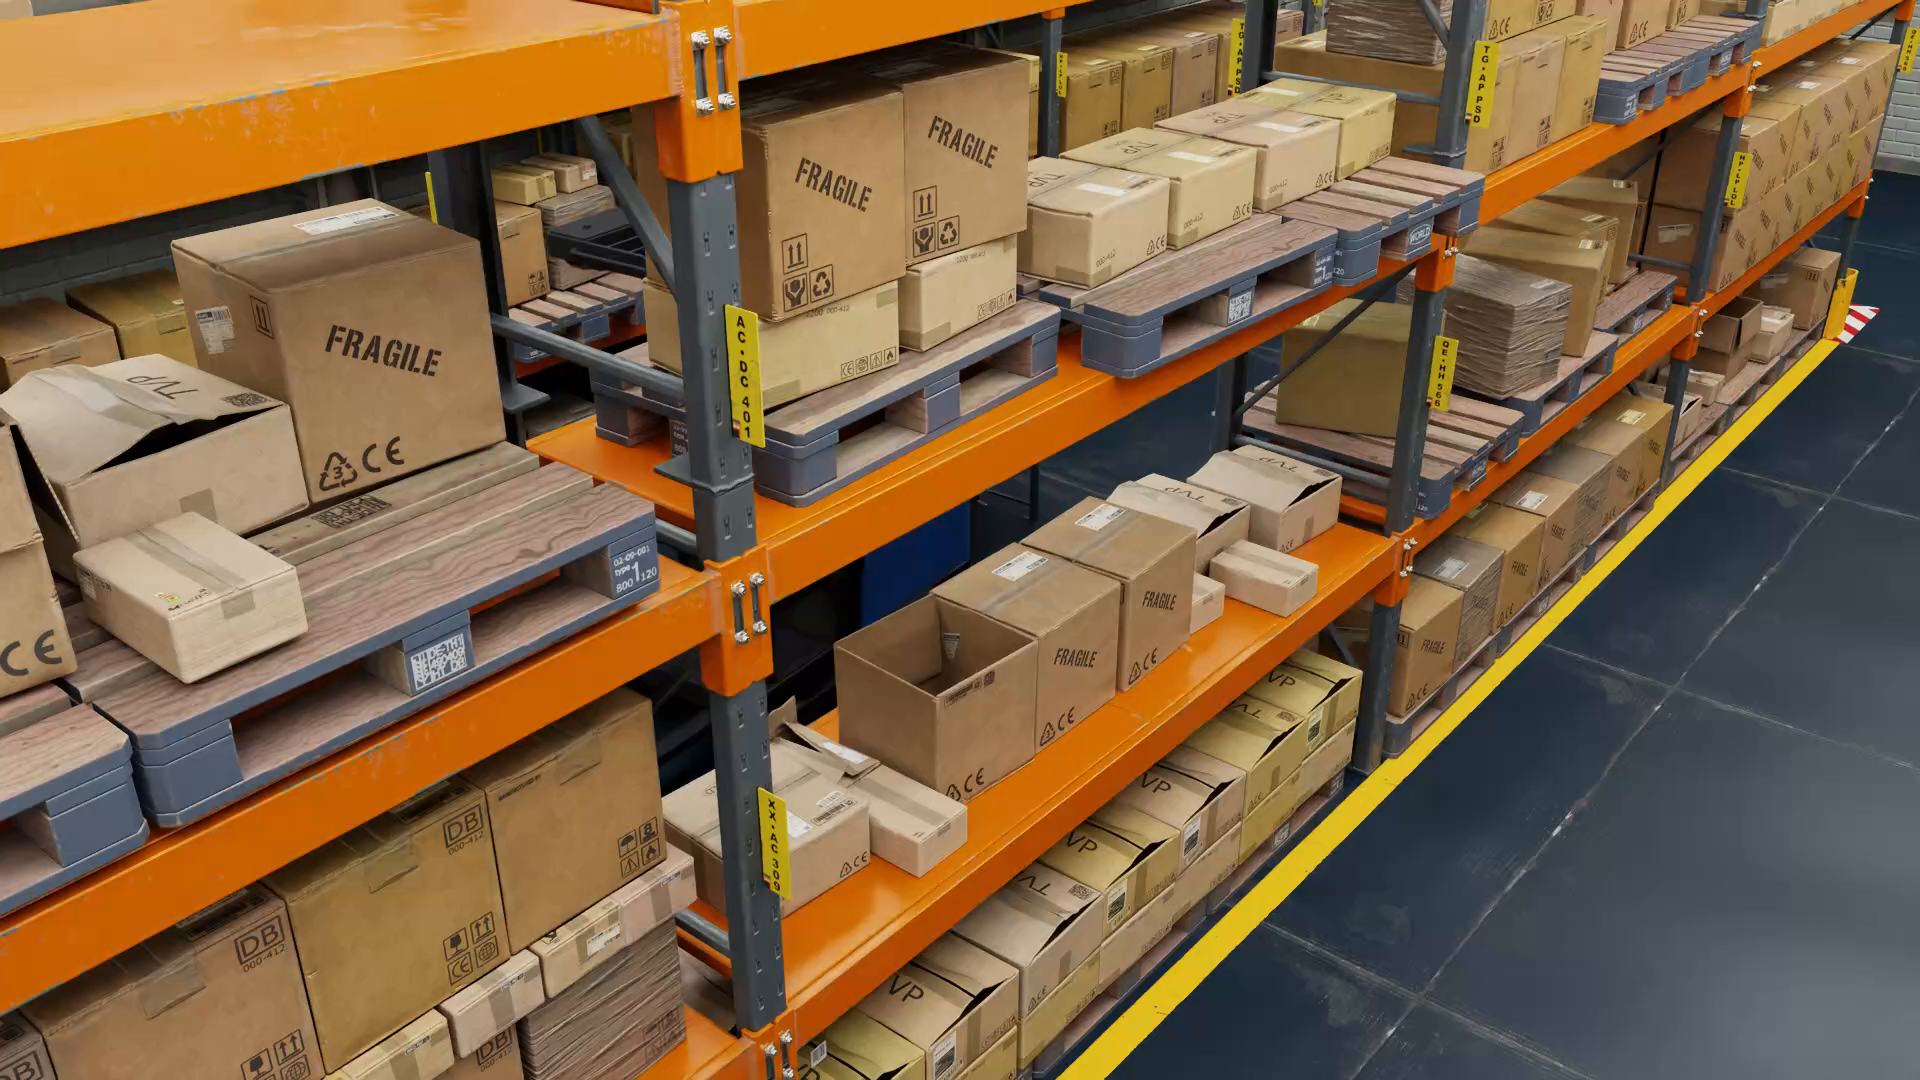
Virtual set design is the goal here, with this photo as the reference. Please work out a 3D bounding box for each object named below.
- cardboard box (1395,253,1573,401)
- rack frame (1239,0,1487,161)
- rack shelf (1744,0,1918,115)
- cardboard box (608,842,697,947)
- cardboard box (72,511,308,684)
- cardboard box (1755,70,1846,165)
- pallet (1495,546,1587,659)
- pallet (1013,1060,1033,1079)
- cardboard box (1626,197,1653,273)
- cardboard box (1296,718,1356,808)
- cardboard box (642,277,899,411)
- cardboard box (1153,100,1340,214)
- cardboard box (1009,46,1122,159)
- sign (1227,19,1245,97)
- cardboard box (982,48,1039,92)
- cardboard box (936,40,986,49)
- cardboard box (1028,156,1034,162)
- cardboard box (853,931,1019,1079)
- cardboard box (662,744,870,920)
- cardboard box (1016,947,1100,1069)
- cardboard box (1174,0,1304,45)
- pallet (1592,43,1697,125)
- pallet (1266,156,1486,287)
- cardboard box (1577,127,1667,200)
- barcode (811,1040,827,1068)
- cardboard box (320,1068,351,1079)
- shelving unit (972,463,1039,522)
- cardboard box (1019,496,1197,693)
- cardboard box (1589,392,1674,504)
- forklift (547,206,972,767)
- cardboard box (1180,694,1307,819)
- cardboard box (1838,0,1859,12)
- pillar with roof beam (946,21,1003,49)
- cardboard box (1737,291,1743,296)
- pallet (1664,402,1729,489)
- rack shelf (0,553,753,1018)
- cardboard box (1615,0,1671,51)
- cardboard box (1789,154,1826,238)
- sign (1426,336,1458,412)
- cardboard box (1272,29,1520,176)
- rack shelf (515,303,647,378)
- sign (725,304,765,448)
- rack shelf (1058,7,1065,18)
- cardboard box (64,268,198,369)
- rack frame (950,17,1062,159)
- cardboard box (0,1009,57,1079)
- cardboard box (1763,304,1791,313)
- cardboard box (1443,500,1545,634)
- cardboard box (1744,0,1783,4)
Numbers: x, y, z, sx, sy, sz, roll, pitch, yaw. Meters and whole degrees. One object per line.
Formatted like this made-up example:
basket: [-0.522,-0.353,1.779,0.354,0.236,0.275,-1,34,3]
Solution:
cardboard box: [2.668,-1.110,8.565,0.500,0.500,0.700,-21,34,-34]
rack frame: [1.626,-3.019,6.292,1.000,3.000,0.127,21,34,34]
rack shelf: [5.442,-3.494,11.258,1.077,0.370,4.000,21,34,34]
cardboard box: [-0.926,0.891,4.449,0.380,0.149,0.250,21,34,34]
cardboard box: [-1.475,0.102,3.187,0.380,0.149,0.250,21,34,34]
cardboard box: [5.670,-2.894,11.383,0.500,0.500,0.500,22,35,36]
pallet: [2.906,0.200,9.633,1.003,0.211,1.213,21,34,34]
pallet: [-0.480,2.030,6.096,1.003,0.211,1.213,21,34,34]
cardboard box: [4.290,-2.069,10.876,0.500,0.500,0.500,21,34,35]
cardboard box: [1.479,0.938,7.707,0.500,0.250,0.500,22,34,36]
cardboard box: [-0.519,-0.604,4.594,0.500,0.250,0.500,-24,36,-38]
cardboard box: [1.061,-1.438,6.207,0.500,0.250,0.500,22,34,36]
cardboard box: [0.703,-3.540,13.501,0.980,0.700,0.700,21,34,35]
sign: [1.208,-2.075,7.170,0.100,0.325,0.005,21,34,34]
cardboard box: [0.245,-3.497,12.475,0.500,0.250,0.500,22,34,36]
cardboard box: [-0.149,-3.650,12.771,0.500,0.250,0.500,22,35,36]
cardboard box: [0.348,-2.913,12.869,0.380,0.149,0.250,21,34,35]
cardboard box: [-0.141,1.600,5.818,0.500,0.311,0.500,20,34,34]
cardboard box: [-0.639,0.943,5.325,0.500,0.250,0.500,23,35,37]
cardboard box: [0.183,1.663,6.307,0.500,0.250,0.500,20,33,33]
cardboard box: [2.573,-4.586,15.525,0.980,0.700,0.700,23,35,37]
pallet: [3.044,-2.442,8.646,1.213,0.211,1.003,21,34,34]
pallet: [1.263,-1.336,6.509,1.213,0.211,1.003,23,35,37]
cardboard box: [4.292,-2.516,10.652,0.500,0.500,0.500,21,34,35]
barcode: [-0.435,1.584,5.121,0.001,0.075,0.075,21,34,34]
cardboard box: [-1.575,1.251,3.753,0.380,0.149,0.250,21,34,34]
shelving unit: [-0.026,-0.666,9.906,0.538,1.500,1.048,19,33,33]
cardboard box: [0.571,0.201,6.488,0.500,0.500,0.500,19,33,32]
cardboard box: [4.077,-0.599,10.385,0.500,0.500,0.500,21,34,34]
forklift: [-1.183,-0.515,8.056,1.130,2.935,3.031,18,32,30]
cardboard box: [1.157,0.875,7.218,0.500,0.311,0.500,20,34,34]
cardboard box: [5.626,-3.669,10.977,0.500,0.250,0.500,21,34,34]
pillar with roof beam: [3.445,-5.126,10.365,9.100,9.000,0.400,21,34,34]
cardboard box: [5.831,-1.878,13.128,0.500,0.250,0.500,21,34,34]
pallet: [4.607,-0.777,11.522,1.003,0.211,1.213,21,34,34]
rack shelf: [-2.191,0.760,3.034,1.077,0.370,4.000,21,34,34]
cardboard box: [3.385,-2.979,8.805,0.600,0.600,0.600,20,34,34]
cardboard box: [5.670,-2.458,11.628,0.500,0.500,0.500,20,34,34]
sign: [2.056,-0.707,7.093,0.100,0.325,0.005,21,34,34]
cardboard box: [1.877,-1.895,7.276,0.910,0.500,0.500,21,34,34]
rack shelf: [-3.471,-0.772,9.261,1.077,0.370,4.000,21,34,34]
sign: [-0.489,-0.371,3.790,0.100,0.325,0.005,21,34,34]
rack shelf: [1.617,-4.941,14.054,1.077,0.370,4.000,21,34,34]
cardboard box: [-4.032,-0.989,8.309,0.500,0.500,0.700,-24,36,-39]
rack frame: [0.345,-3.219,13.207,1.000,3.000,0.127,21,34,34]
cardboard box: [-2.154,1.136,3.268,0.700,0.500,0.500,21,34,34]
cardboard box: [6.231,-1.745,12.964,0.380,0.166,0.250,21,34,34]
cardboard box: [2.787,0.119,8.997,0.500,0.500,0.500,20,34,34]
cardboard box: [4.671,-3.360,9.835,0.500,0.250,0.500,21,34,34]
